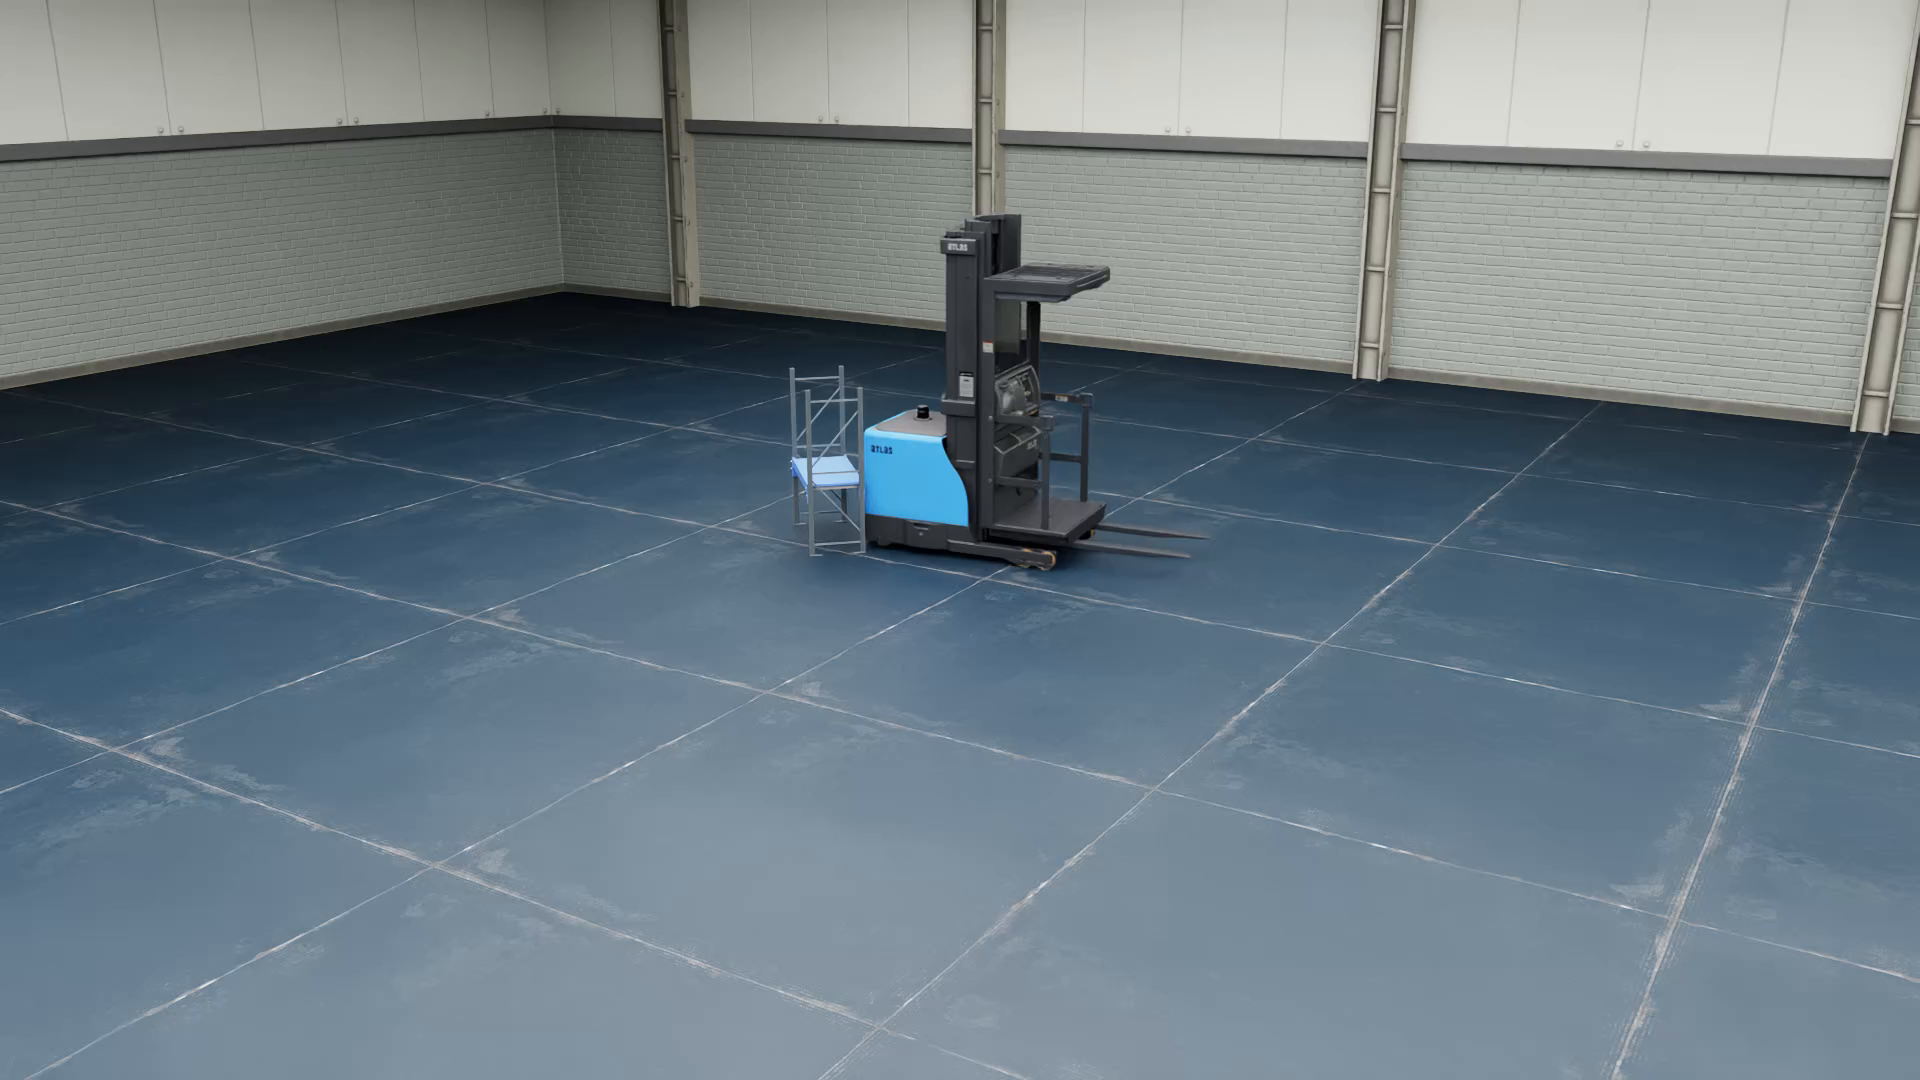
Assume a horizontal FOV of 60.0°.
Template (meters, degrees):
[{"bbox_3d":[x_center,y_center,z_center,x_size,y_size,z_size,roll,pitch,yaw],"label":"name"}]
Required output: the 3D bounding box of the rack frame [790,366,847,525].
[{"bbox_3d":[-1.322,-0.877,15.557,0.500,1.500,0.032,-4,17,-13],"label":"rack frame"}]

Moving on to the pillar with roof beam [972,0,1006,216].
[{"bbox_3d":[-1.829,-6.343,20.647,0.400,9.000,9.100,10,20,30],"label":"pillar with roof beam"}]

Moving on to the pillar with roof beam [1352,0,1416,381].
[{"bbox_3d":[3.284,-5.430,17.643,0.400,9.000,9.100,10,20,30],"label":"pillar with roof beam"}]

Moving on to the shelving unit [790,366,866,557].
[{"bbox_3d":[-1.207,-0.733,15.084,0.538,1.500,1.048,-4,17,-13],"label":"shelving unit"}]

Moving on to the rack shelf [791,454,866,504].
[{"bbox_3d":[-1.207,-0.561,15.136,0.538,0.185,1.000,-4,17,-13],"label":"rack shelf"}]

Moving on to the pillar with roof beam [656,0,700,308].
[{"bbox_3d":[-6.942,-7.255,23.652,0.400,9.000,9.100,10,20,30],"label":"pillar with roof beam"}]

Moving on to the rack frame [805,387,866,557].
[{"bbox_3d":[-1.092,-0.589,14.610,0.500,1.500,0.032,-4,17,-13],"label":"rack frame"}]

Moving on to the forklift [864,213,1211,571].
[{"bbox_3d":[0.688,-1.310,14.519,3.031,2.935,1.130,7,18,23],"label":"forklift"}]

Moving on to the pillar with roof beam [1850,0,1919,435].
[{"bbox_3d":[8.396,-4.517,14.638,0.400,9.000,9.100,10,20,30],"label":"pillar with roof beam"}]
